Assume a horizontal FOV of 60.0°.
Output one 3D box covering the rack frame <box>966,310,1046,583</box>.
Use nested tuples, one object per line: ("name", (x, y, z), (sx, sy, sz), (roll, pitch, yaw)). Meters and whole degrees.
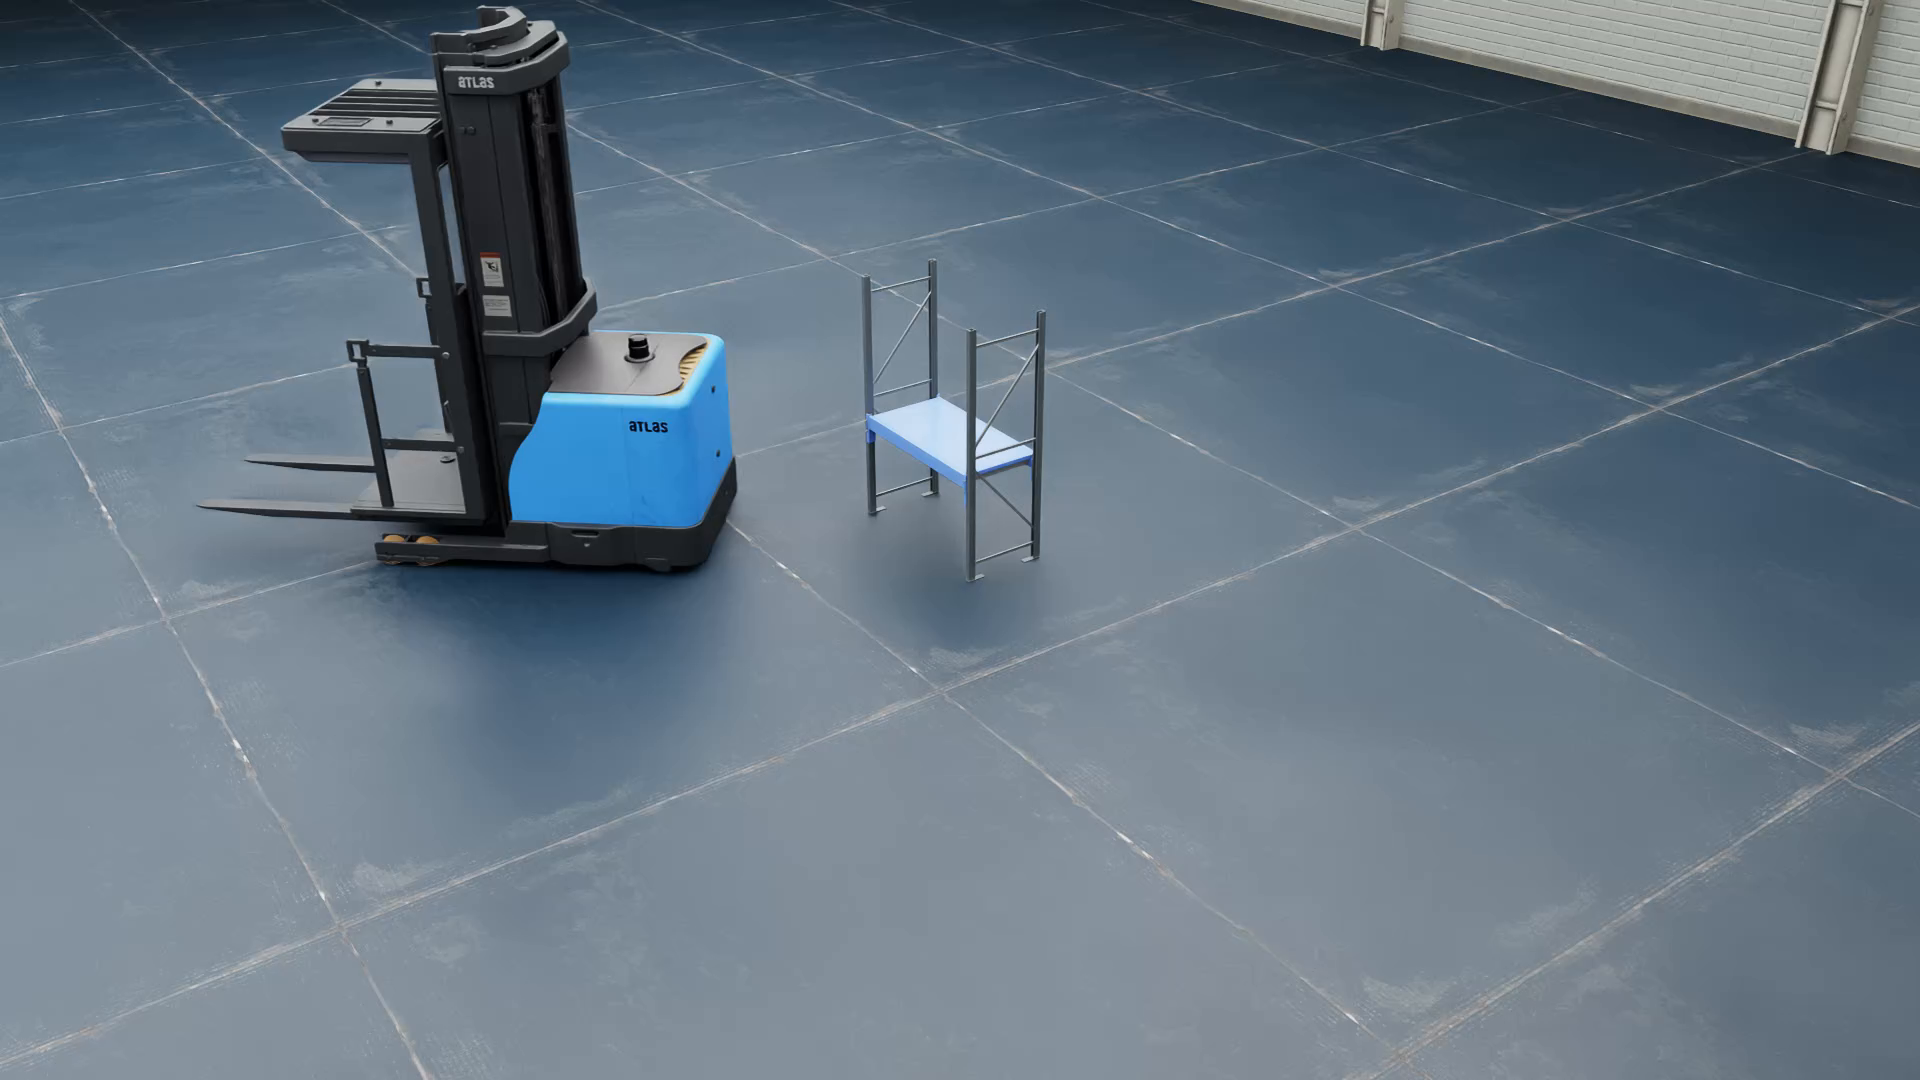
("rack frame", (0.245, -0.495, 9.089), (0.500, 1.500, 0.032), (-19, 34, -31))

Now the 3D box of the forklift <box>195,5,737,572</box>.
("forklift", (-2.906, -1.387, 9.233), (3.031, 2.935, 1.130), (2, 29, 5))

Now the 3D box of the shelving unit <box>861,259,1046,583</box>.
("shelving unit", (-0.049, -0.692, 9.453), (0.538, 1.500, 1.048), (-19, 34, -31))

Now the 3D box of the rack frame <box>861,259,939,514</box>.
("rack frame", (-0.344, -0.890, 9.817), (0.500, 1.500, 0.032), (-19, 34, -31))

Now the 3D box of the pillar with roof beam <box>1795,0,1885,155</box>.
("pillar with roof beam", (5.401, -6.816, 12.871), (9.100, 9.000, 0.400), (-19, 34, -31))

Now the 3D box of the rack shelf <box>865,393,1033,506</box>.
("rack shelf", (-0.049, -0.534, 9.539), (0.538, 0.185, 1.000), (-19, 34, -31))

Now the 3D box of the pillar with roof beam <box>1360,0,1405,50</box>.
("pillar with roof beam", (1.921, -9.148, 17.166), (9.100, 9.000, 0.400), (-19, 34, -31))
